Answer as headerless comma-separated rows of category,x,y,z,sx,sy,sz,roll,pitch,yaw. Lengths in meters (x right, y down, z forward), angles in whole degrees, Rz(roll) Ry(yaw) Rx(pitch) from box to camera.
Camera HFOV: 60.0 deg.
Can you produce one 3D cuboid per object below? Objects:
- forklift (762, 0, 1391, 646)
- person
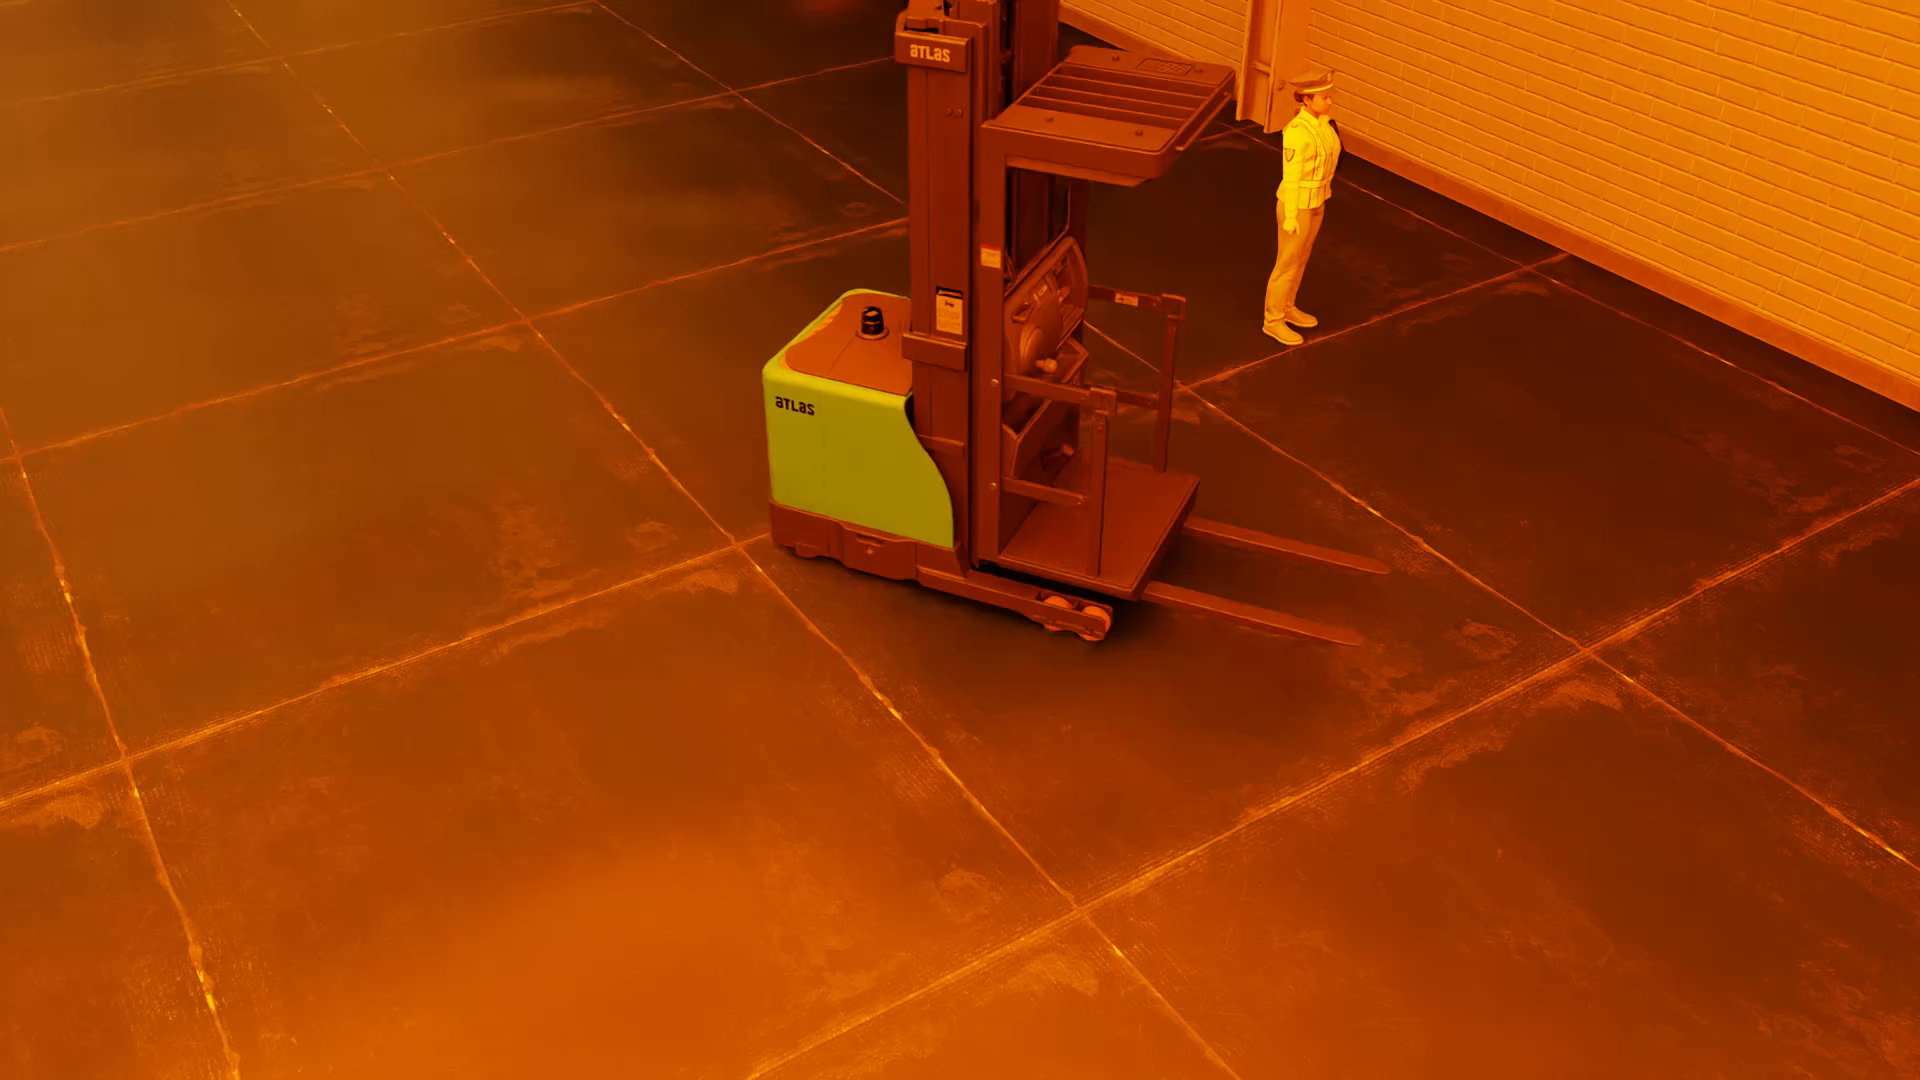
forklift,0.586,-1.062,7.659,3.031,2.935,1.130,14,38,19
person,2.098,-2.046,10.143,0.334,1.691,0.466,20,40,26
